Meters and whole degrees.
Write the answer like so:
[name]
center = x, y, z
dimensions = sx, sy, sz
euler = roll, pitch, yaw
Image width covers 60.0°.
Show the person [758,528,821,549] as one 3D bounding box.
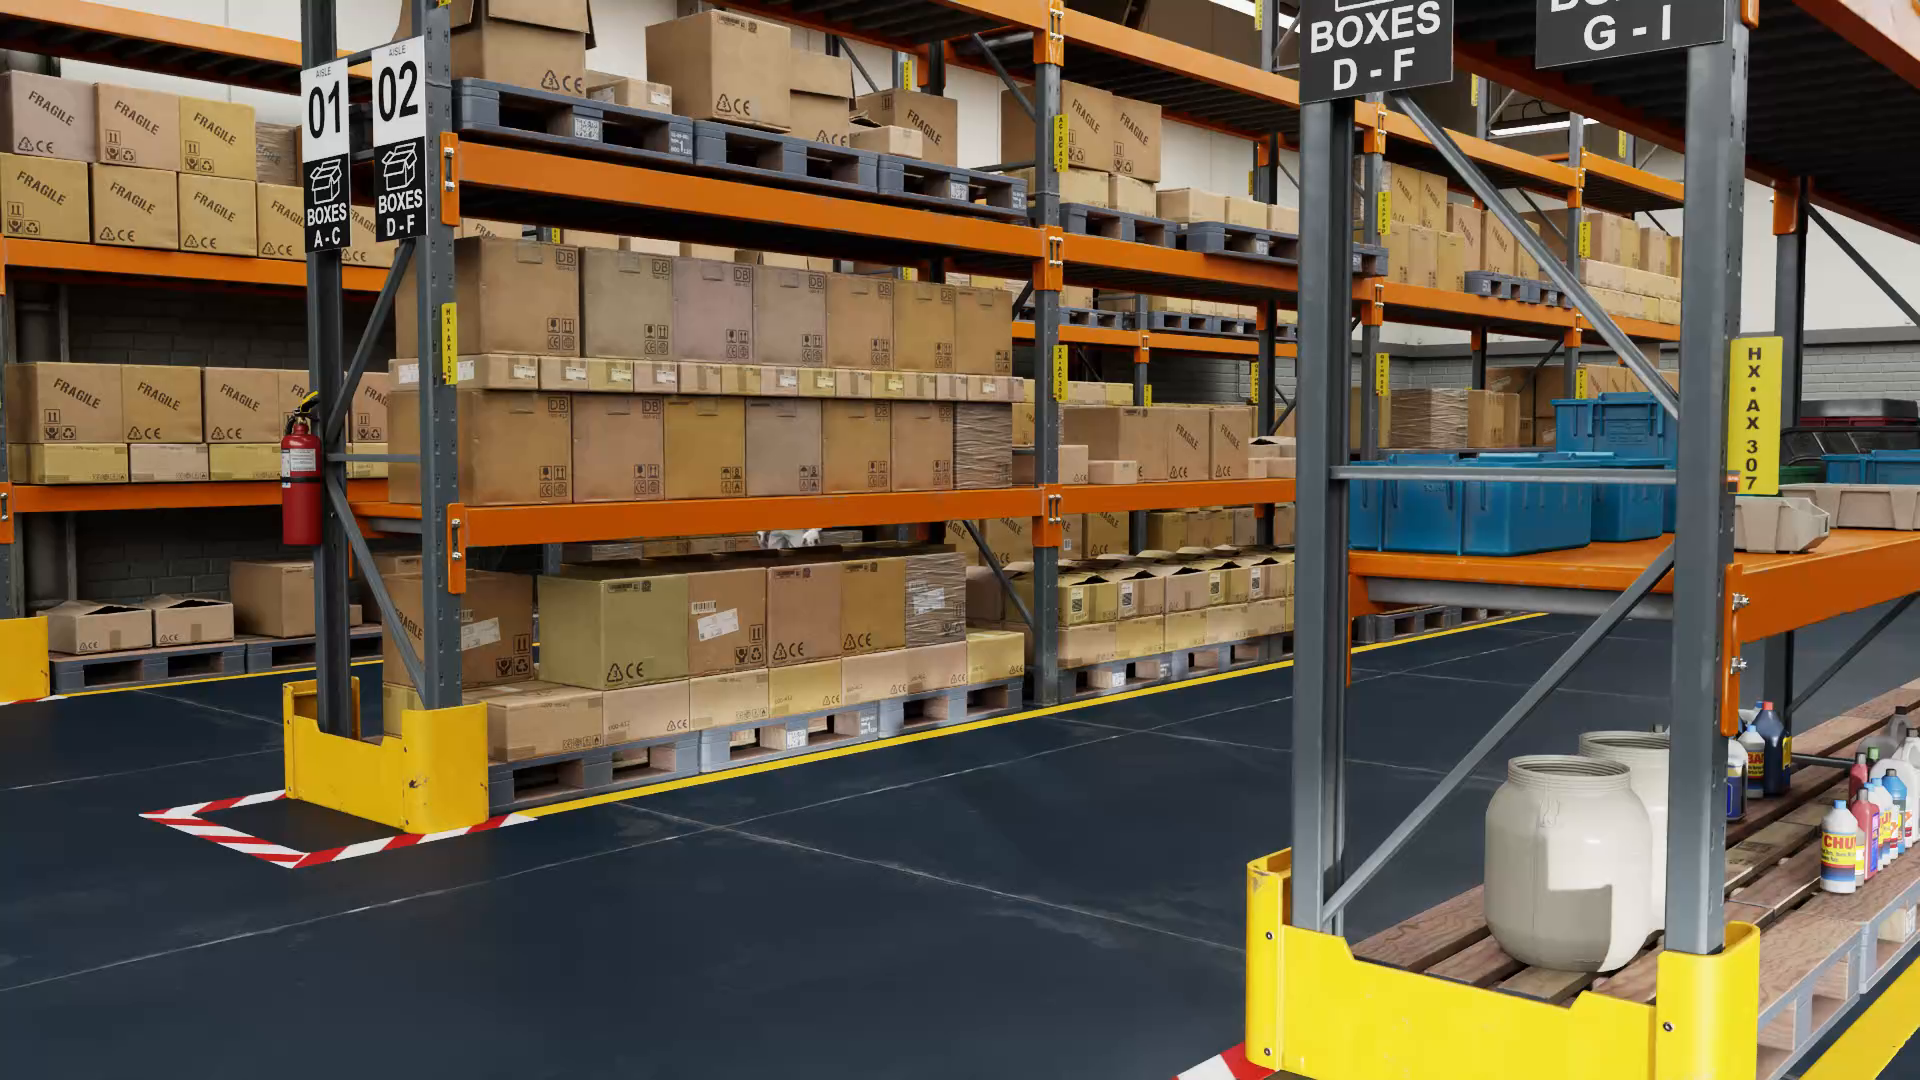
[person]
center = -1.278, -0.055, 12.470
dimensions = 0.609, 1.776, 0.454
euler = 3, 5, 41
